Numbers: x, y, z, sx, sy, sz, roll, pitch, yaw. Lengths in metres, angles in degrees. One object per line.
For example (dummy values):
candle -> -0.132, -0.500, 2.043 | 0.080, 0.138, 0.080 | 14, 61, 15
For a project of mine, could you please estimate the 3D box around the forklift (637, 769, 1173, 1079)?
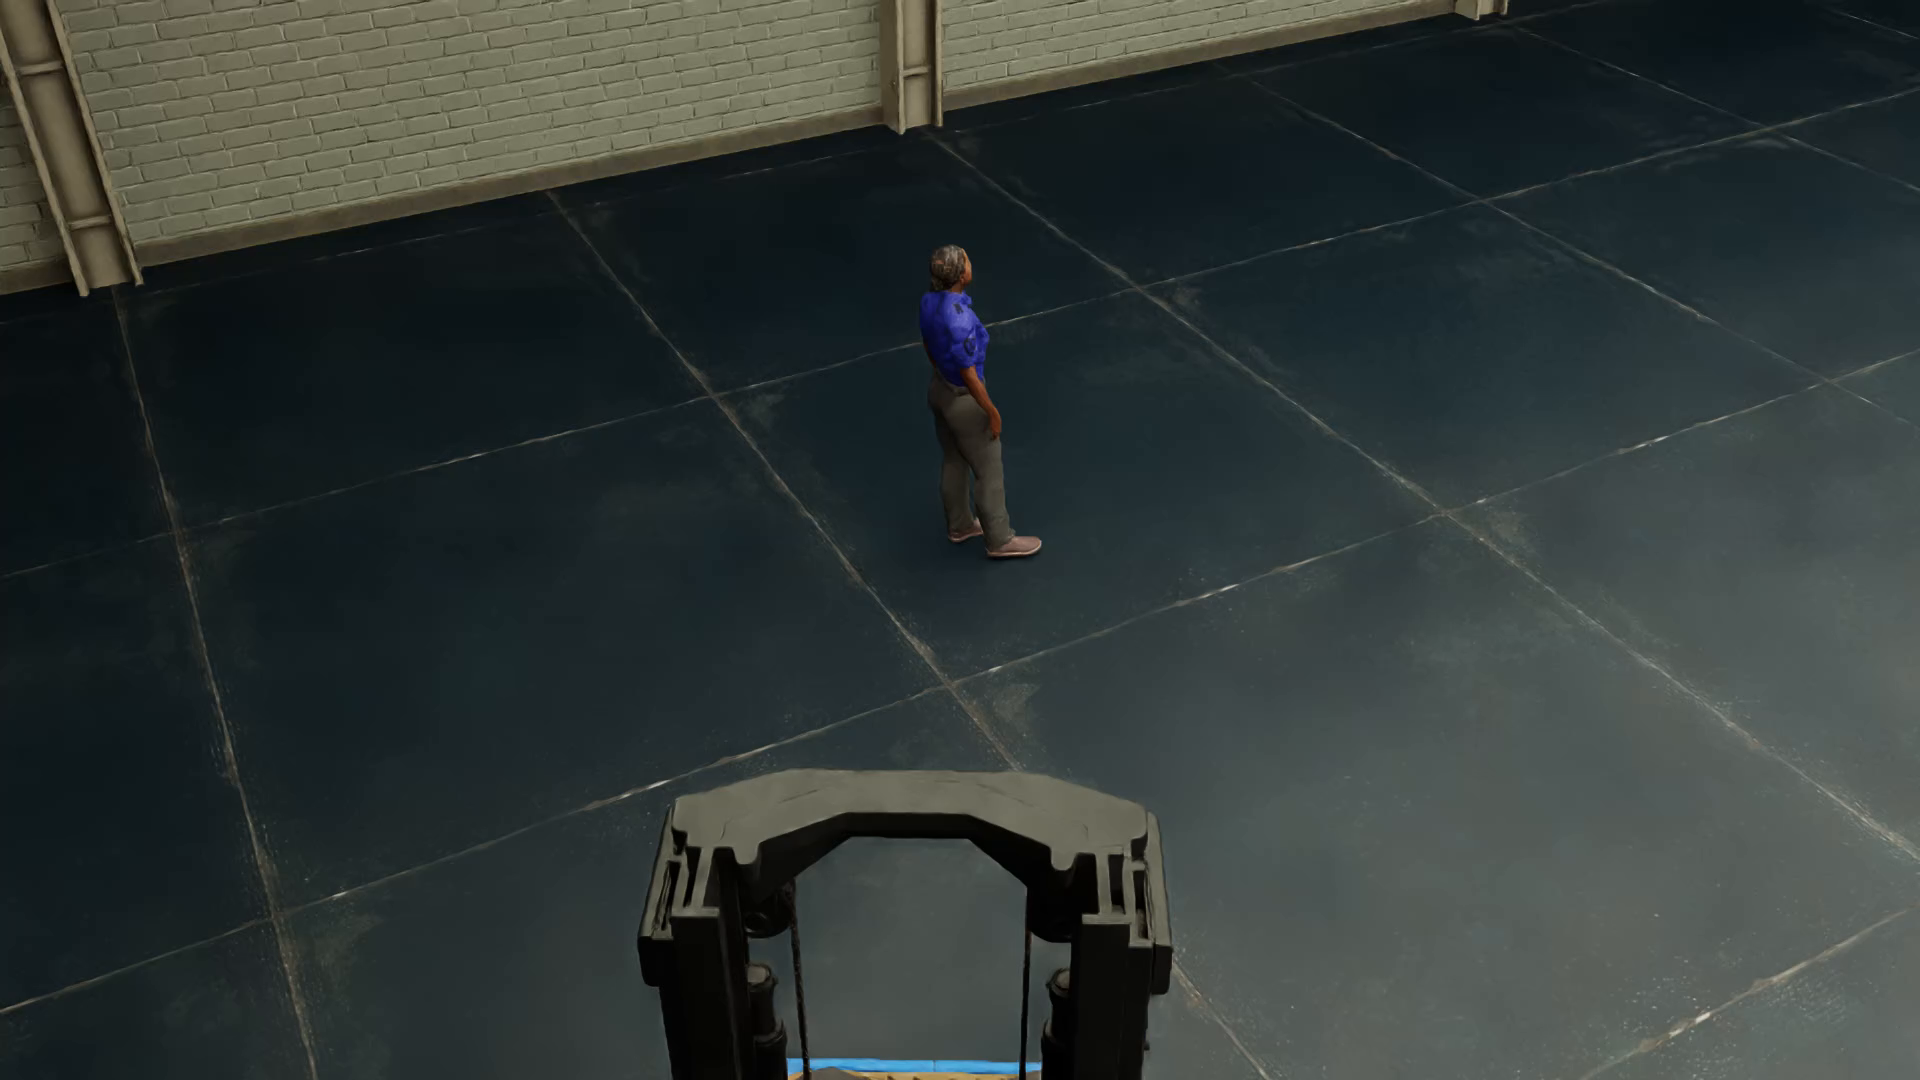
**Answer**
forklift -> -0.106, 2.008, 3.283 | 1.130, 2.935, 3.031 | 1, 35, 1

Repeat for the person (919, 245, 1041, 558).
person -> 0.087, -0.695, 8.200 | 0.503, 1.654, 0.570 | -17, 39, -23
